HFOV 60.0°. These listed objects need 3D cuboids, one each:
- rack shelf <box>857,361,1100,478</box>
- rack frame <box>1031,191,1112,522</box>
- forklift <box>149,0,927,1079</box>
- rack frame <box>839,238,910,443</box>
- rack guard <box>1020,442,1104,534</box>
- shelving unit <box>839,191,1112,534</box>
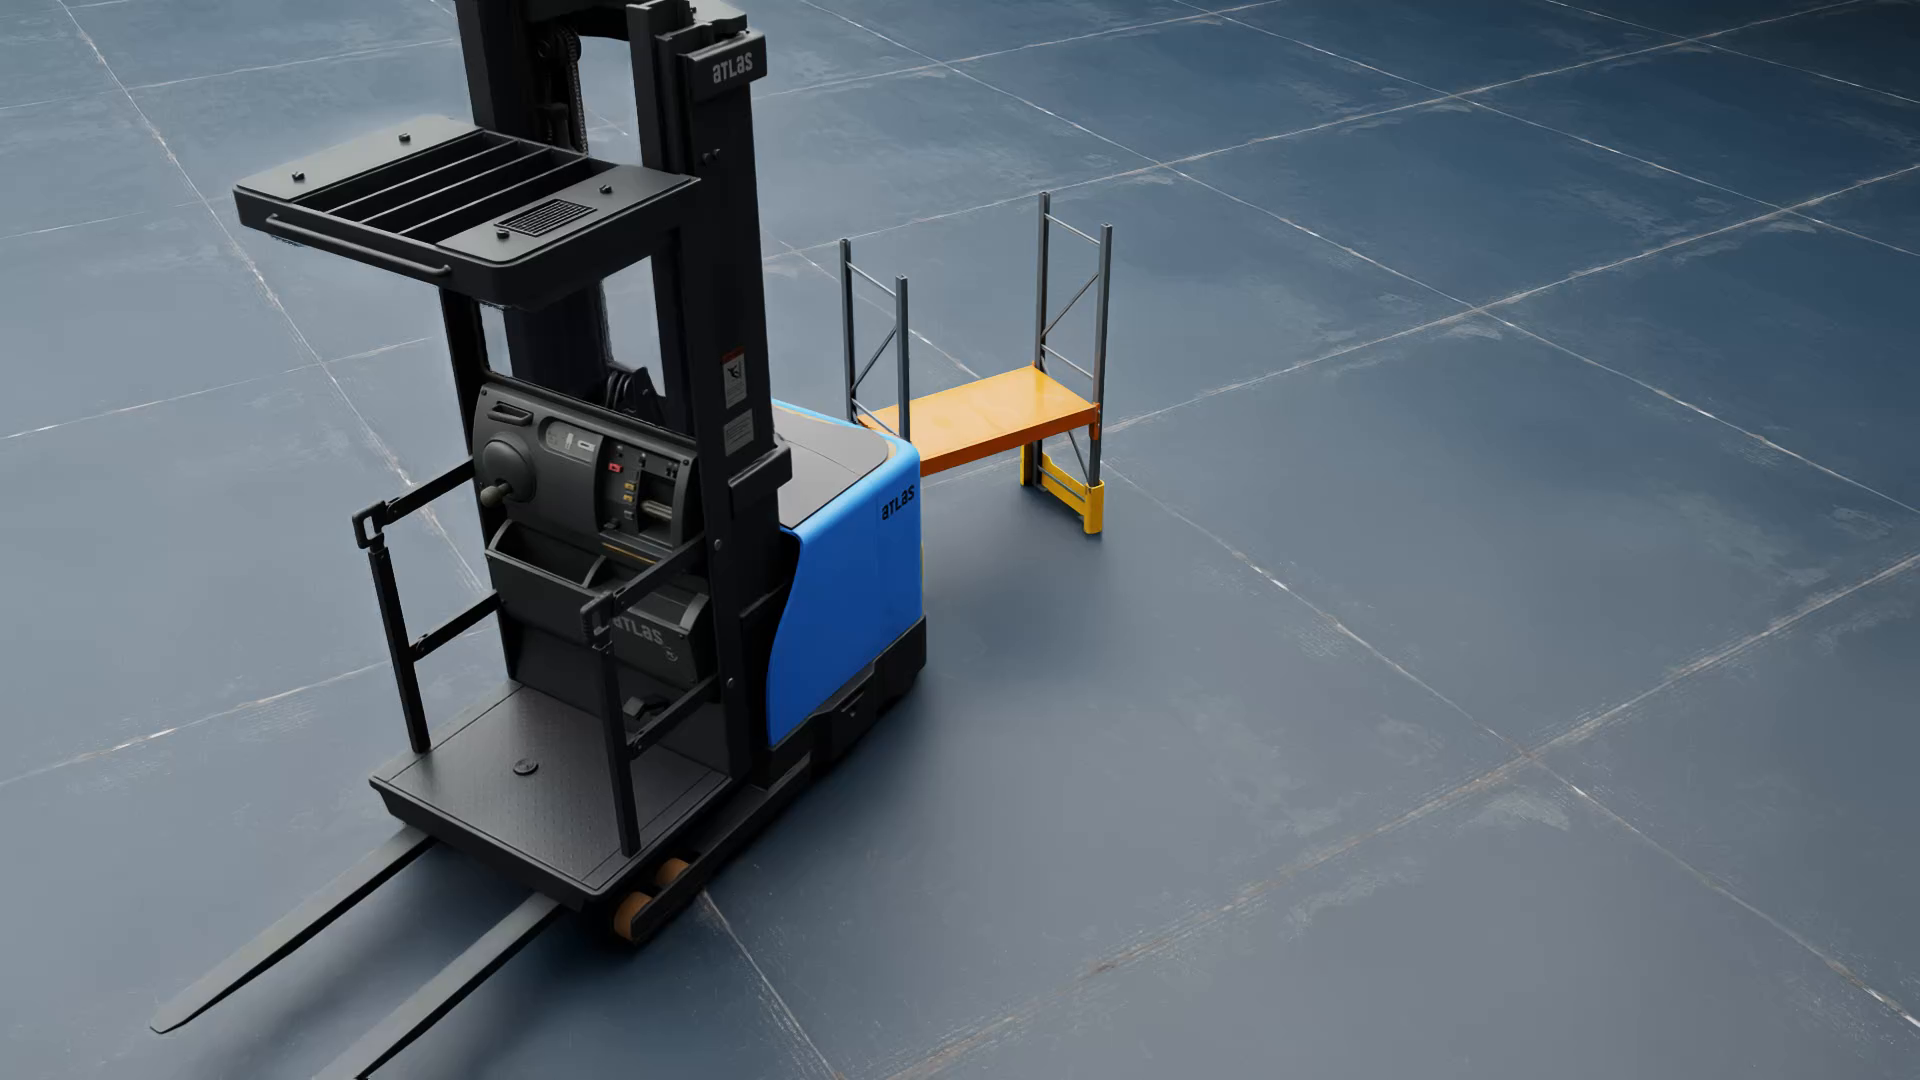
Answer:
[{"bbox_3d":[0.072,-0.507,7.485,1.000,0.185,0.538,-19,37,-27],"label":"rack shelf"},{"bbox_3d":[0.499,-0.806,7.622,0.032,1.500,0.500,-19,37,-27],"label":"rack frame"},{"bbox_3d":[-1.352,-0.173,5.277,1.130,2.935,3.031,19,37,27],"label":"forklift"},{"bbox_3d":[-0.356,-0.512,7.156,0.032,1.500,0.500,-19,37,-27],"label":"rack frame"},{"bbox_3d":[0.483,-0.272,7.946,0.087,0.250,0.587,-19,37,-27],"label":"rack guard"},{"bbox_3d":[0.064,-0.656,7.385,1.083,1.500,0.587,-19,37,-27],"label":"shelving unit"}]
